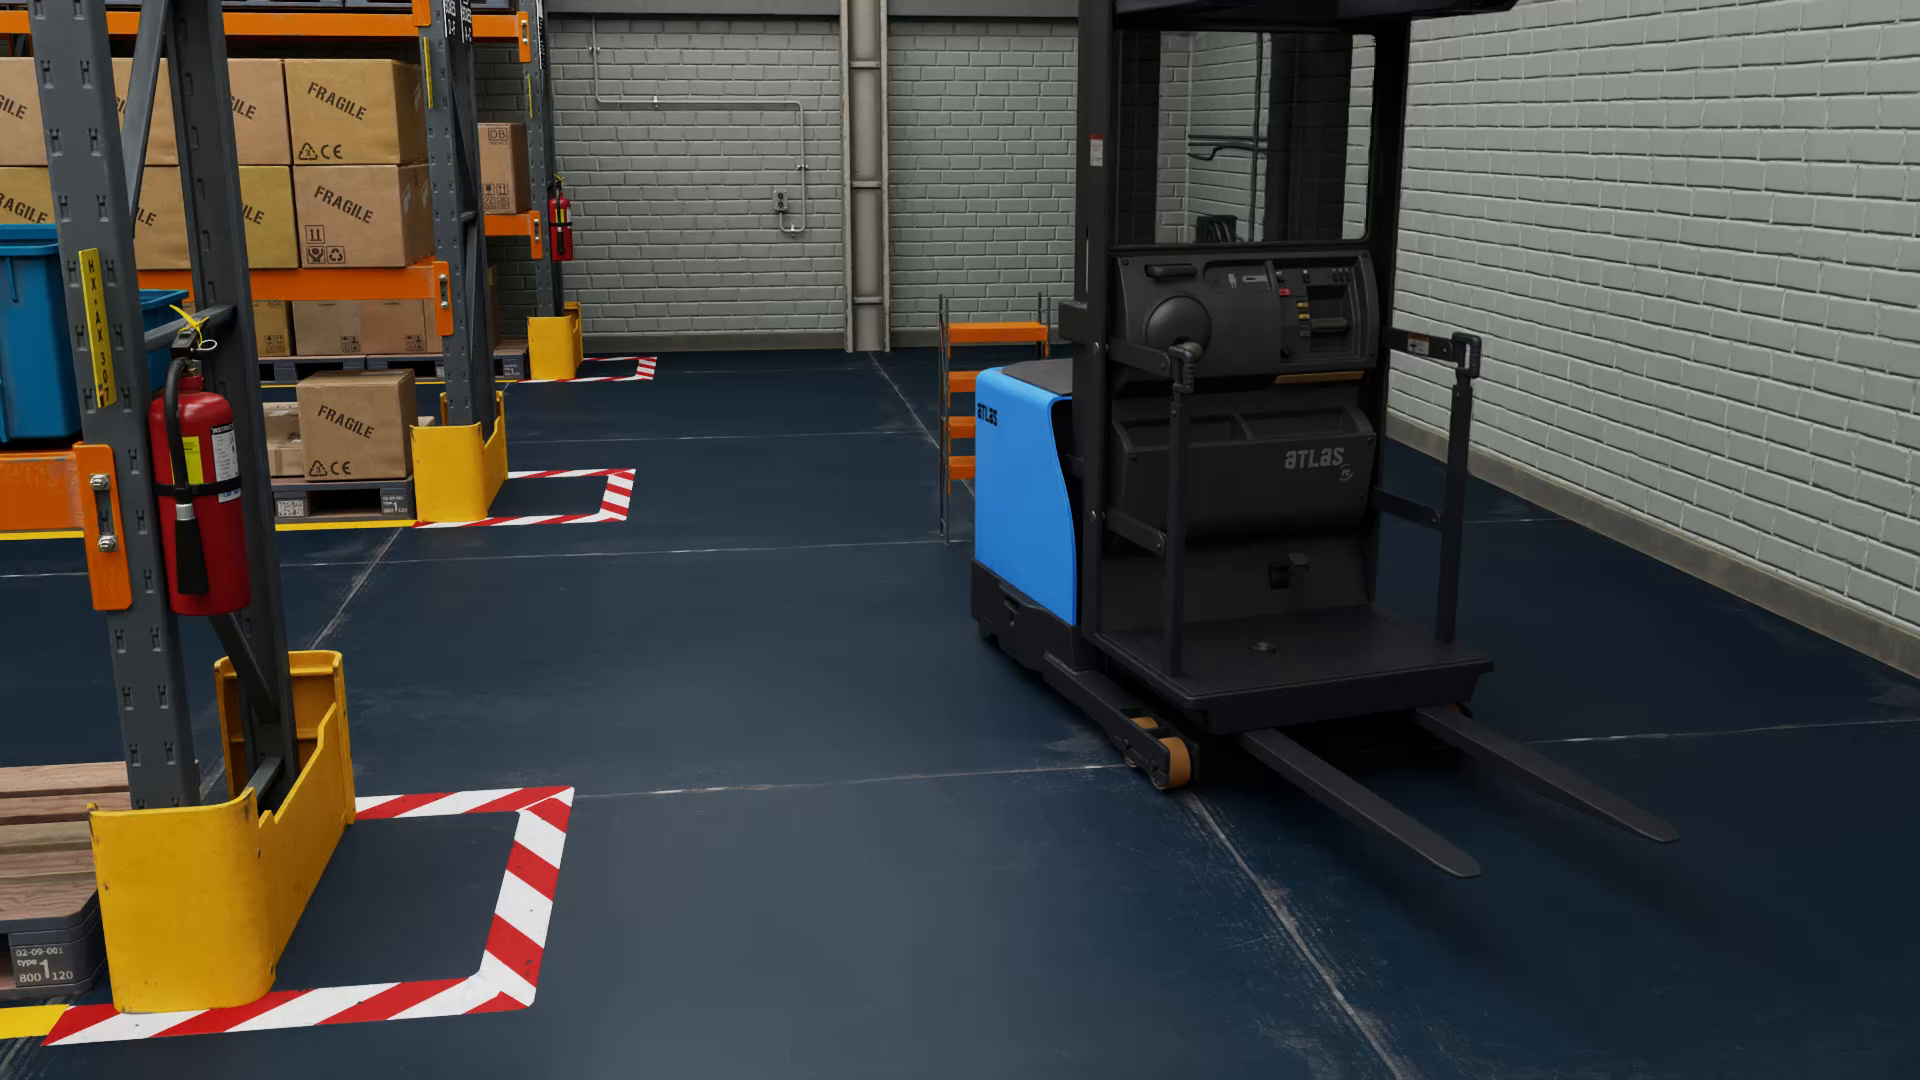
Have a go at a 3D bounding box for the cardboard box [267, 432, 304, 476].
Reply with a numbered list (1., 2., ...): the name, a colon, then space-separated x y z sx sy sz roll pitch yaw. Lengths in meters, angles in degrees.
1. cardboard box: -3.559 -0.457 8.797 0.250 0.166 0.380 -2 14 -8

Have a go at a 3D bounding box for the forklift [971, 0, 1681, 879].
1. forklift: 1.021 -0.760 5.227 1.130 2.935 3.031 -5 15 -19

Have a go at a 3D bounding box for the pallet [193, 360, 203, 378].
1. pallet: -6.577 -1.392 13.339 1.213 0.211 1.003 -2 14 -8

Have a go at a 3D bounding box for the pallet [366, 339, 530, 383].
1. pallet: -4.165 -1.481 13.692 1.213 0.211 1.003 -2 14 -8

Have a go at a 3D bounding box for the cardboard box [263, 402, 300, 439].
1. cardboard box: -3.718 -0.600 9.195 0.500 0.250 0.500 -2 14 -8

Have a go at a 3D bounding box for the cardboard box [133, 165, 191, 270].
1. cardboard box: -4.053 -1.620 8.309 0.500 0.500 0.500 -2 14 -8

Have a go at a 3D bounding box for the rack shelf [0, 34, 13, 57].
1. rack shelf: -9.319 -3.770 12.399 4.000 0.370 1.077 -2 14 -8

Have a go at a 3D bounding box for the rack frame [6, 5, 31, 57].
1. rack frame: -7.341 -2.736 12.965 0.127 3.000 1.000 -2 14 -8

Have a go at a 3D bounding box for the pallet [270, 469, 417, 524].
1. pallet: -3.507 -0.305 9.005 1.213 0.211 1.003 -2 14 -8

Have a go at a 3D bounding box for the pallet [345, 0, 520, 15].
1. pallet: -4.118 -4.264 13.072 1.213 0.211 1.003 -2 14 -8

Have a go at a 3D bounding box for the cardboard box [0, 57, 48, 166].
1. cardboard box: -4.562 -2.084 8.103 0.500 0.500 0.500 -2 14 -7

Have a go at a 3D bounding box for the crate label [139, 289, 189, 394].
1. crate label: -2.203 -0.516 4.334 0.303 0.233 0.416 -2 14 -8

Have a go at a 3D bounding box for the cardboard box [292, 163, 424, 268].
1. cardboard box: -3.046 -1.656 8.454 0.500 0.500 0.500 -2 14 -7

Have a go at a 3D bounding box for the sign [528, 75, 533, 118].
1. sign: -3.318 -3.426 12.851 0.005 0.325 0.100 -2 14 -8

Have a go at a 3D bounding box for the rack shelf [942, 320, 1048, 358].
1. rack shelf: 0.164 -0.969 8.004 0.480 0.148 0.258 -2 14 -8

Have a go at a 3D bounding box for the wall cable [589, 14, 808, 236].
1. wall cable: -2.260 -3.648 14.512 1.851 1.984 0.084 -2 14 -8

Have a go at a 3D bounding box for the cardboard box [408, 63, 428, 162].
1. cardboard box: -3.122 -2.270 8.847 0.500 0.500 0.500 -2 14 -7

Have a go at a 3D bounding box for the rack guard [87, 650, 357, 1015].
1. rack guard: -1.888 0.711 4.361 0.348 0.500 1.175 -2 14 -8

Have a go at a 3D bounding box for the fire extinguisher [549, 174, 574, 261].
1. fire extinguisher: -3.168 -2.557 13.177 0.183 0.674 0.296 -2 14 -8

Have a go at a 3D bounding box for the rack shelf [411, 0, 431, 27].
1. rack shelf: -4.622 -2.723 8.226 4.000 0.370 1.077 -2 14 -8

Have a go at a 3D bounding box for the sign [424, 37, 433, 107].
1. sign: -2.581 -2.270 8.078 0.005 0.325 0.100 -2 14 -8

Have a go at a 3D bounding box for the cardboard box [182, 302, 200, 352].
1. cardboard box: -6.089 -1.747 13.297 0.500 0.500 0.700 -2 14 -9

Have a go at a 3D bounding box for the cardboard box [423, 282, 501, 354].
1. cardboard box: -4.063 -1.823 13.599 0.500 0.500 0.700 -2 14 -8

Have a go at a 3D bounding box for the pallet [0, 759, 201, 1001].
1. pallet: -2.731 0.875 4.298 1.213 0.211 1.003 -2 14 -8

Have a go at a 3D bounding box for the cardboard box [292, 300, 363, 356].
1. cardboard box: -5.055 -1.786 13.453 0.500 0.500 0.700 -3 14 -10

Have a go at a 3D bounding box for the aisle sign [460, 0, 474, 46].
1. aisle sign: -2.620 -3.024 8.768 0.004 0.787 0.394 -2 14 -8

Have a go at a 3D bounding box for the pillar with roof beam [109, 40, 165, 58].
1. pillar with roof beam: -6.136 -4.844 9.037 0.400 9.000 9.100 -2 14 -8

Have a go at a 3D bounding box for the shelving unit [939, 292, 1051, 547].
1. shelving unit: 0.164 -0.588 8.100 0.503 1.200 0.258 -2 14 -8

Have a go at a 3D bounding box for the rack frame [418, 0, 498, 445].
1. rack frame: -2.644 -1.690 8.792 0.127 3.000 1.000 -2 14 -8

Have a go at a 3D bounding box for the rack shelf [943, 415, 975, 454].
1. rack shelf: 0.164 -0.523 8.116 0.480 0.148 0.258 -2 14 -8

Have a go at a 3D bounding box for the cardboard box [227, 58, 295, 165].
1. cardboard box: -3.542 -2.122 8.257 0.500 0.500 0.500 -2 14 -7

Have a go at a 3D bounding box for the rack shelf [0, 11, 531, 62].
1. rack shelf: -5.363 -3.914 12.977 4.000 0.370 1.077 -2 14 -8

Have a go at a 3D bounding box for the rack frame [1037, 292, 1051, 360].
1. rack frame: 0.405 -0.597 8.135 0.015 1.200 0.240 -2 14 -8
